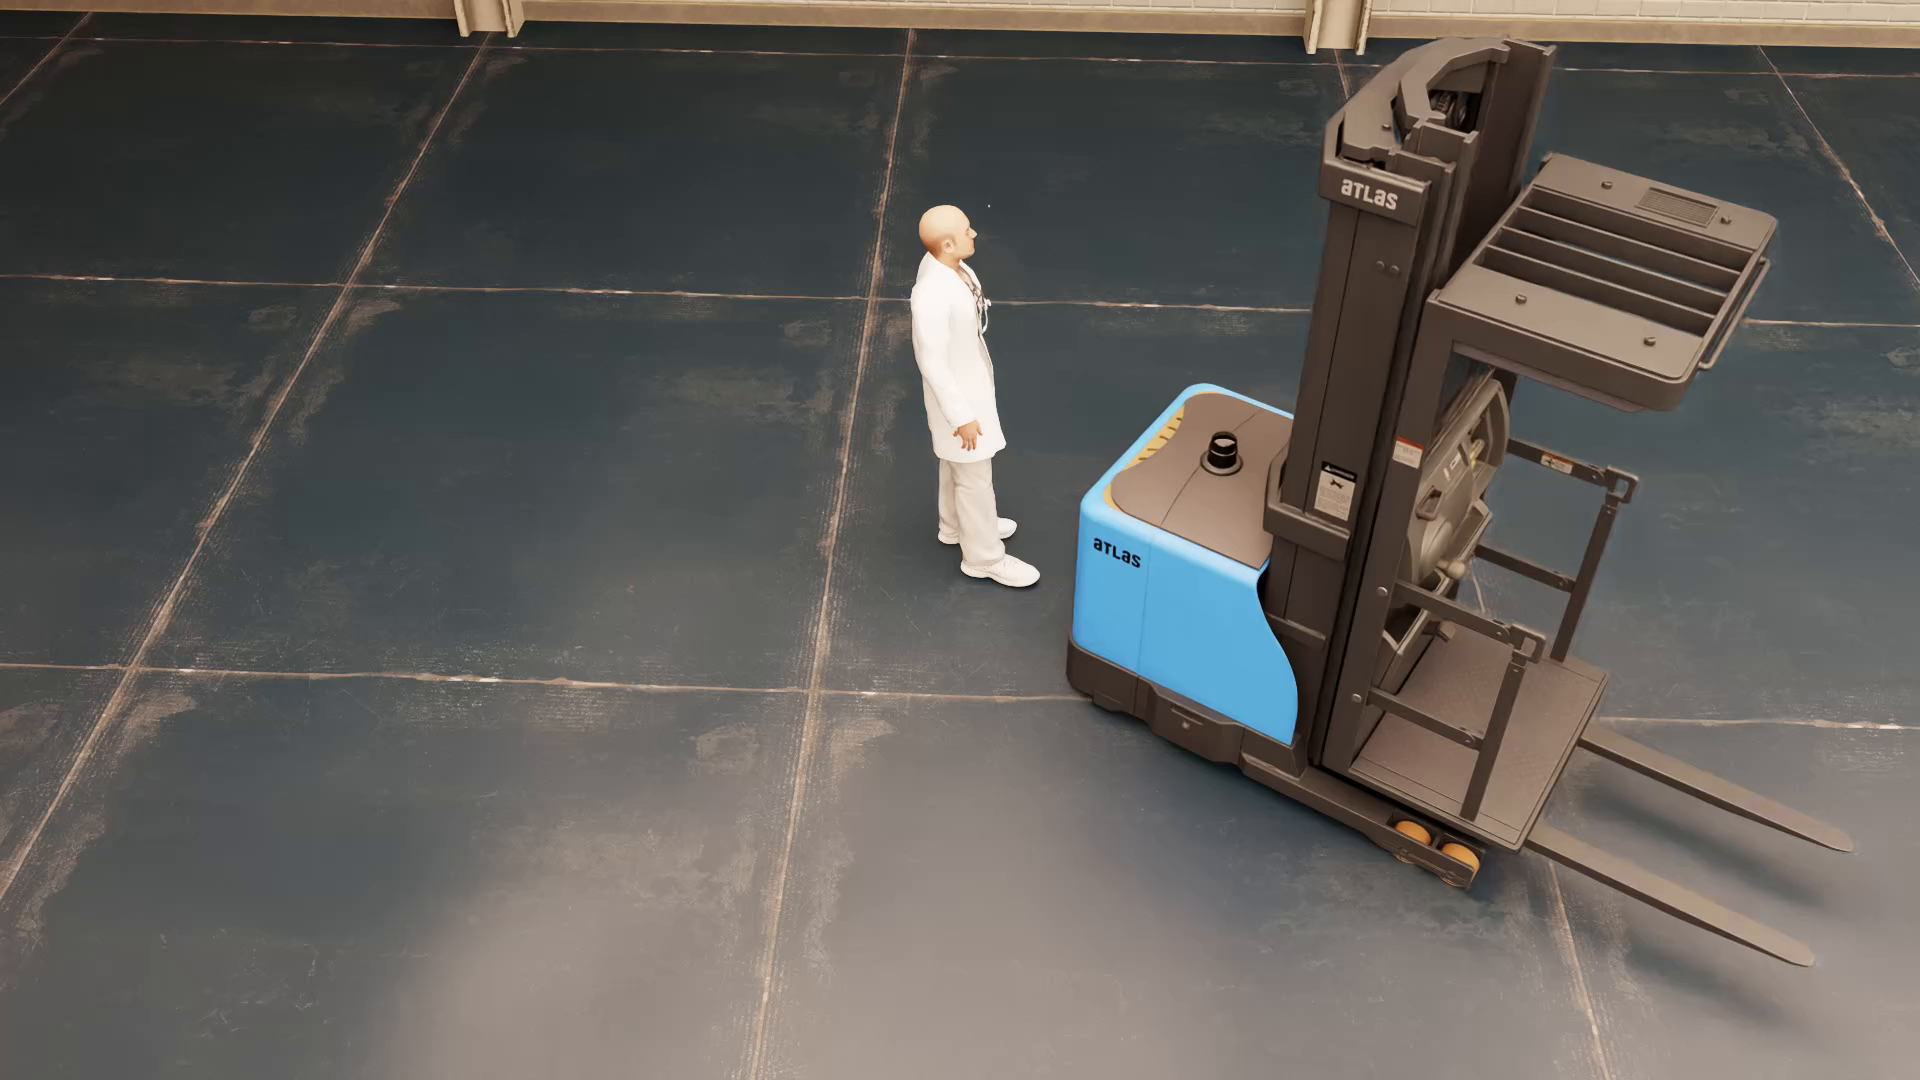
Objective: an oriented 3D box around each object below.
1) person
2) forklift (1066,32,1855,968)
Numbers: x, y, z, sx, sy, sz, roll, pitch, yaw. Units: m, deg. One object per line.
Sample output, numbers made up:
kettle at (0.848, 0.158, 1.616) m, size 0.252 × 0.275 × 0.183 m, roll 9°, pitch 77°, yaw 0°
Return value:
person at (0.091, -0.656, 7.306) m, size 0.578 × 1.777 × 0.698 m, roll 2°, pitch 42°, yaw 2°
forklift at (1.965, -0.154, 5.911) m, size 3.031 × 2.935 × 1.130 m, roll 24°, pitch 48°, yaw 24°
